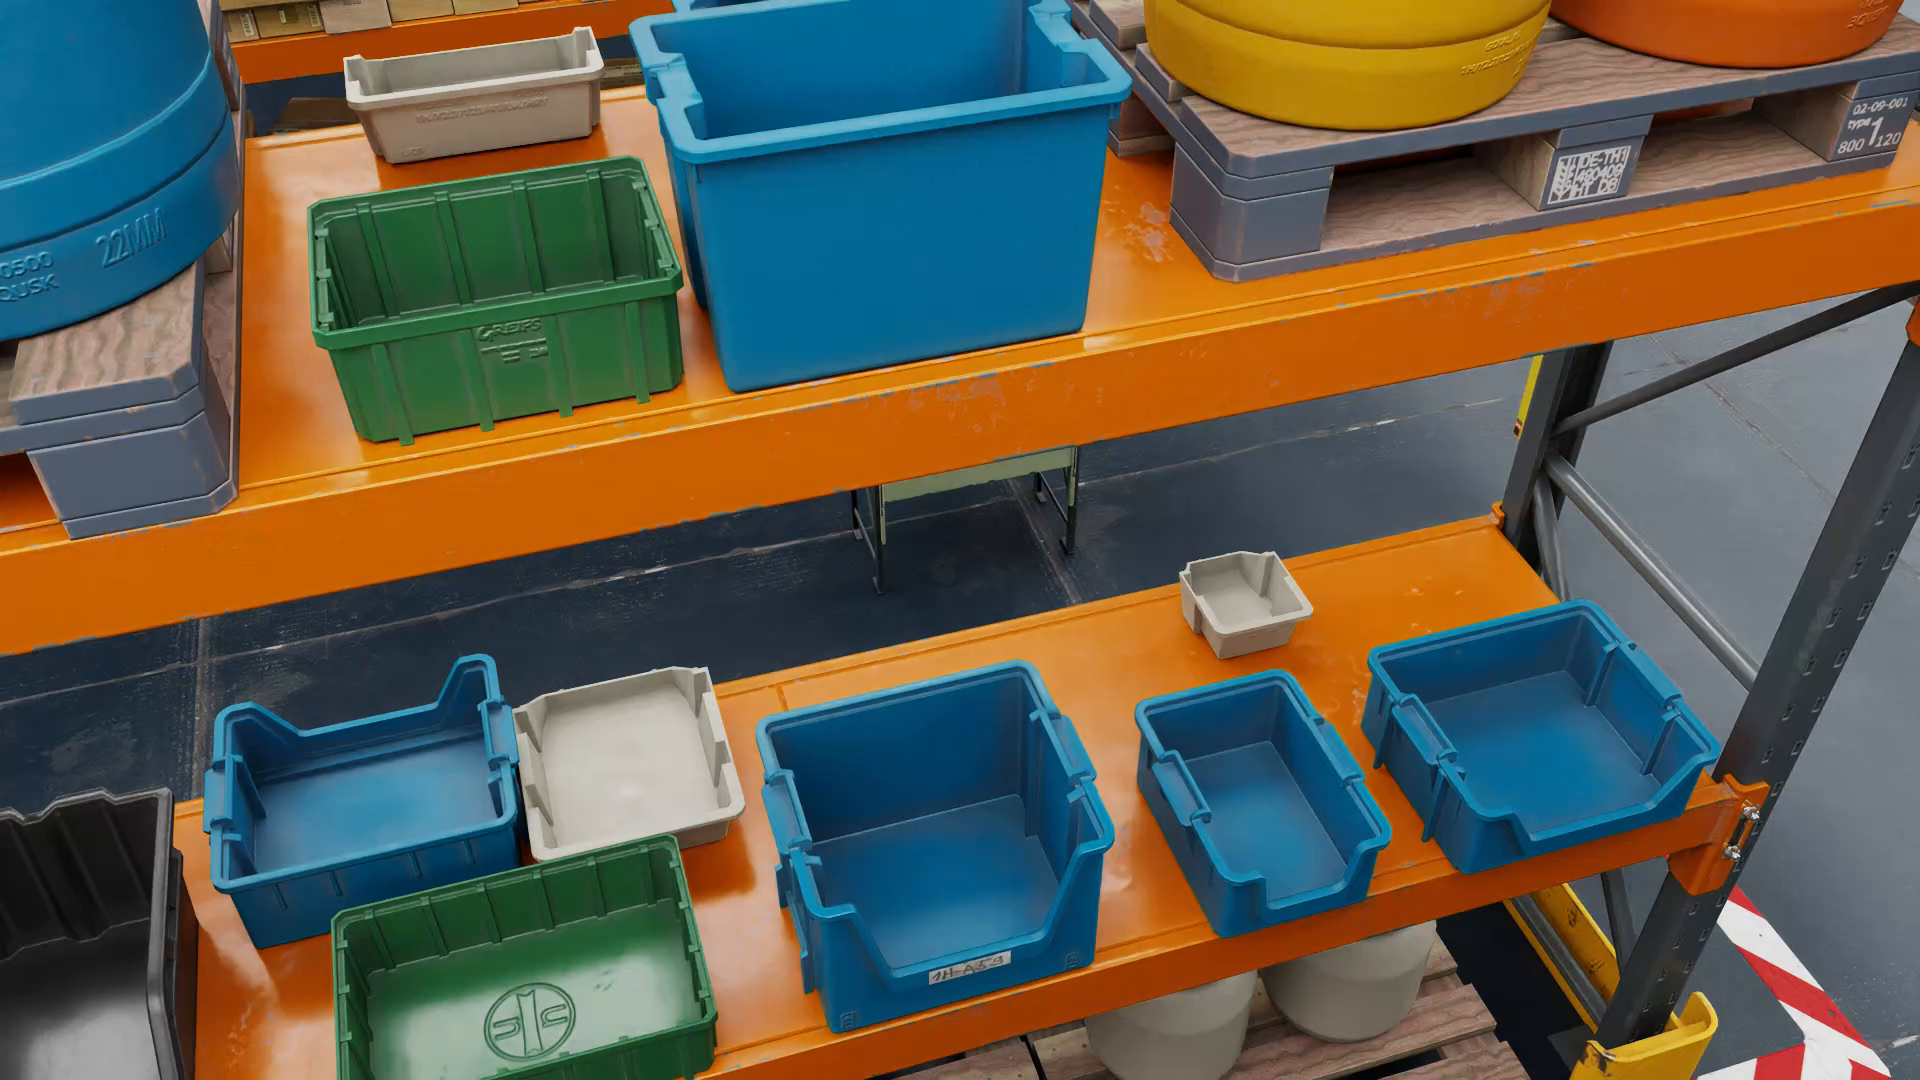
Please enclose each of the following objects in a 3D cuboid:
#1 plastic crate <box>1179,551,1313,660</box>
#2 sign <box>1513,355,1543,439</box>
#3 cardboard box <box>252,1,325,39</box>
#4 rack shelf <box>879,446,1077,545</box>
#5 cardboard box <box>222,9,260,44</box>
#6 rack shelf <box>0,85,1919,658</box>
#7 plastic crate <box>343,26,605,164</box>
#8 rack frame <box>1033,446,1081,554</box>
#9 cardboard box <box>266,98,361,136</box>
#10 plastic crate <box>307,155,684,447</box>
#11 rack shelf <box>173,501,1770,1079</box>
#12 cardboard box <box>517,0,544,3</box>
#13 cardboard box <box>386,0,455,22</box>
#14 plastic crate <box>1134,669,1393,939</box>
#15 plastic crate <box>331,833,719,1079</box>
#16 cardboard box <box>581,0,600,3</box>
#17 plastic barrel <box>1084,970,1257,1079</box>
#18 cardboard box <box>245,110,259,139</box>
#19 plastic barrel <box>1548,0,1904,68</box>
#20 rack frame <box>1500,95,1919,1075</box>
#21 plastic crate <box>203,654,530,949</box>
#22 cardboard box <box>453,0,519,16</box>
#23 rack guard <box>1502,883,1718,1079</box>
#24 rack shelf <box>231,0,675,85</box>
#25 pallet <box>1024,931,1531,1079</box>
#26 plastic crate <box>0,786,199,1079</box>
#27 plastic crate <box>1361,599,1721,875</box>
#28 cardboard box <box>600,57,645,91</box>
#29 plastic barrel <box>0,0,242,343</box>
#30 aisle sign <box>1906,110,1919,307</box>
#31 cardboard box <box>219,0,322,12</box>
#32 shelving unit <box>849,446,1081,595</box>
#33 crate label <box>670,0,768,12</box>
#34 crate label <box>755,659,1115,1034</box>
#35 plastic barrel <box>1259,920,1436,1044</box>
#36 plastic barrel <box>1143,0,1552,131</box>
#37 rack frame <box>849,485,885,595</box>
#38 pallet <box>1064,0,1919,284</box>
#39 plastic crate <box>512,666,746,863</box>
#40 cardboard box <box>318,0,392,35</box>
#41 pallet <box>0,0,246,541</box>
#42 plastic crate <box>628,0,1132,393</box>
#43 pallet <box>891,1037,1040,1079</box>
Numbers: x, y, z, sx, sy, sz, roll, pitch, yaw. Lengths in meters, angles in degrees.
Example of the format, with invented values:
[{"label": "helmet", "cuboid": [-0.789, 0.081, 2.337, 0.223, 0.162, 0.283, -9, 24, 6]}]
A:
[{"label": "plastic crate", "cuboid": [0.668, 0.153, 3.995, 0.250, 0.136, 0.298, -12, 42, -13]}, {"label": "sign", "cuboid": [1.457, -0.372, 4.185, 0.005, 0.325, 0.100, -12, 42, -13]}, {"label": "cardboard box", "cuboid": [-2.682, -2.161, 6.635, 0.250, 0.149, 0.380, -12, 42, -13]}, {"label": "rack shelf", "cuboid": [0.006, -0.321, 5.973, 0.720, 0.370, 0.431, -12, 42, -13]}, {"label": "cardboard box", "cuboid": [-2.917, -2.106, 6.572, 0.250, 0.149, 0.380, -12, 42, -13]}, {"label": "rack shelf", "cuboid": [-0.290, -0.385, 2.677, 4.000, 0.370, 1.077, -12, 42, -13]}, {"label": "plastic crate", "cuboid": [-0.788, -0.732, 2.728, 0.396, 0.136, 0.243, -12, 42, -13]}, {"label": "rack frame", "cuboid": [0.355, -0.638, 5.841, 0.023, 1.500, 0.400, -12, 42, -13]}, {"label": "cardboard box", "cuboid": [-2.748, -1.628, 7.414, 0.500, 0.500, 0.500, 1, 41, 1]}, {"label": "plastic crate", "cuboid": [-0.611, -0.321, 2.219, 0.450, 0.188, 0.336, -12, 42, -13]}, {"label": "rack shelf", "cuboid": [-0.290, 0.745, 3.664, 4.000, 0.370, 1.077, -12, 42, -13]}, {"label": "cardboard box", "cuboid": [-1.738, -2.381, 6.886, 0.250, 0.149, 0.380, -12, 42, -13]}, {"label": "cardboard box", "cuboid": [-2.205, -2.260, 6.748, 0.250, 0.149, 0.380, -12, 42, -13]}, {"label": "plastic crate", "cuboid": [0.609, 0.546, 3.458, 0.408, 0.251, 0.499, -12, 42, -13]}, {"label": "plastic crate", "cuboid": [-0.818, 0.858, 3.149, 0.662, 0.188, 0.450, -12, 42, -13]}, {"label": "cardboard box", "cuboid": [-1.479, -2.387, 6.893, 0.250, 0.149, 0.380, -12, 42, -13]}, {"label": "plastic barrel", "cuboid": [0.535, 1.135, 4.243, 0.421, 0.512, 0.421, 0, 41, 0]}, {"label": "cardboard box", "cuboid": [-3.292, -1.510, 7.279, 0.500, 0.500, 0.500, -13, 43, -14]}, {"label": "plastic barrel", "cuboid": [1.192, -1.195, 2.412, 0.708, 0.830, 0.600, -12, 42, -13]}, {"label": "rack frame", "cuboid": [1.618, 0.079, 3.880, 0.127, 3.000, 1.000, -12, 42, -13]}, {"label": "plastic crate", "cuboid": [-1.223, 0.536, 3.469, 0.616, 0.251, 0.499, -12, 42, -13]}, {"label": "cardboard box", "cuboid": [-1.963, -2.303, 6.797, 0.250, 0.149, 0.380, -12, 42, -13]}, {"label": "rack guard", "cuboid": [1.559, 1.065, 4.651, 0.348, 0.500, 1.175, -12, 42, -13]}, {"label": "rack shelf", "cuboid": [-1.778, -2.363, 7.222, 4.000, 0.370, 1.077, -12, 42, -13]}, {"label": "pallet", "cuboid": [0.783, 1.331, 4.566, 1.213, 0.211, 1.003, -12, 42, -13]}, {"label": "plastic crate", "cuboid": [-1.660, 0.869, 3.023, 0.504, 0.338, 0.767, -12, 42, -13]}, {"label": "plastic crate", "cuboid": [1.230, 0.422, 3.601, 0.616, 0.251, 0.499, -12, 42, -13]}, {"label": "cardboard box", "cuboid": [-1.633, -1.882, 7.705, 0.500, 0.500, 0.500, -8, 42, -9]}, {"label": "plastic barrel", "cuboid": [-1.216, -0.737, 1.833, 0.708, 0.901, 0.600, -12, 42, -13]}, {"label": "aisle sign", "cuboid": [1.776, -0.728, 2.828, 0.004, 0.787, 0.394, -12, 42, -13]}, {"label": "cardboard box", "cuboid": [-2.750, -2.515, 6.547, 0.500, 0.500, 0.875, -12, 42, -13]}, {"label": "shelving unit", "cuboid": [0.006, -0.566, 5.758, 0.755, 1.500, 0.431, -12, 42, -13]}, {"label": "crate label", "cuboid": [-0.267, -0.832, 2.756, 0.408, 0.251, 0.502, -12, 42, -13]}, {"label": "crate label", "cuboid": [-0.057, 0.599, 3.258, 0.616, 0.435, 0.502, -12, 42, -13]}, {"label": "plastic barrel", "cuboid": [1.013, 1.036, 4.357, 0.421, 0.512, 0.421, 0, 41, 0]}, {"label": "plastic barrel", "cuboid": [0.569, -0.975, 2.344, 0.600, 0.588, 0.600, 0, 41, 0]}, {"label": "rack frame", "cuboid": [-0.343, -0.494, 5.675, 0.023, 1.500, 0.400, -12, 42, -13]}, {"label": "pallet", "cuboid": [0.799, -0.878, 2.838, 1.213, 0.211, 1.003, -12, 42, -13]}, {"label": "plastic crate", "cuboid": [-0.725, 0.489, 3.611, 0.437, 0.136, 0.530, -12, 42, -13]}, {"label": "cardboard box", "cuboid": [-2.431, -2.185, 6.662, 0.250, 0.149, 0.380, -12, 42, -13]}, {"label": "pallet", "cuboid": [-1.539, -0.393, 2.284, 1.003, 0.211, 1.213, -12, 42, -13]}, {"label": "plastic crate", "cuboid": [-0.111, -0.479, 2.251, 0.575, 0.384, 0.392, -12, 42, -13]}, {"label": "pallet", "cuboid": [-0.379, 1.569, 4.293, 1.213, 0.211, 1.003, -12, 42, -13]}]
